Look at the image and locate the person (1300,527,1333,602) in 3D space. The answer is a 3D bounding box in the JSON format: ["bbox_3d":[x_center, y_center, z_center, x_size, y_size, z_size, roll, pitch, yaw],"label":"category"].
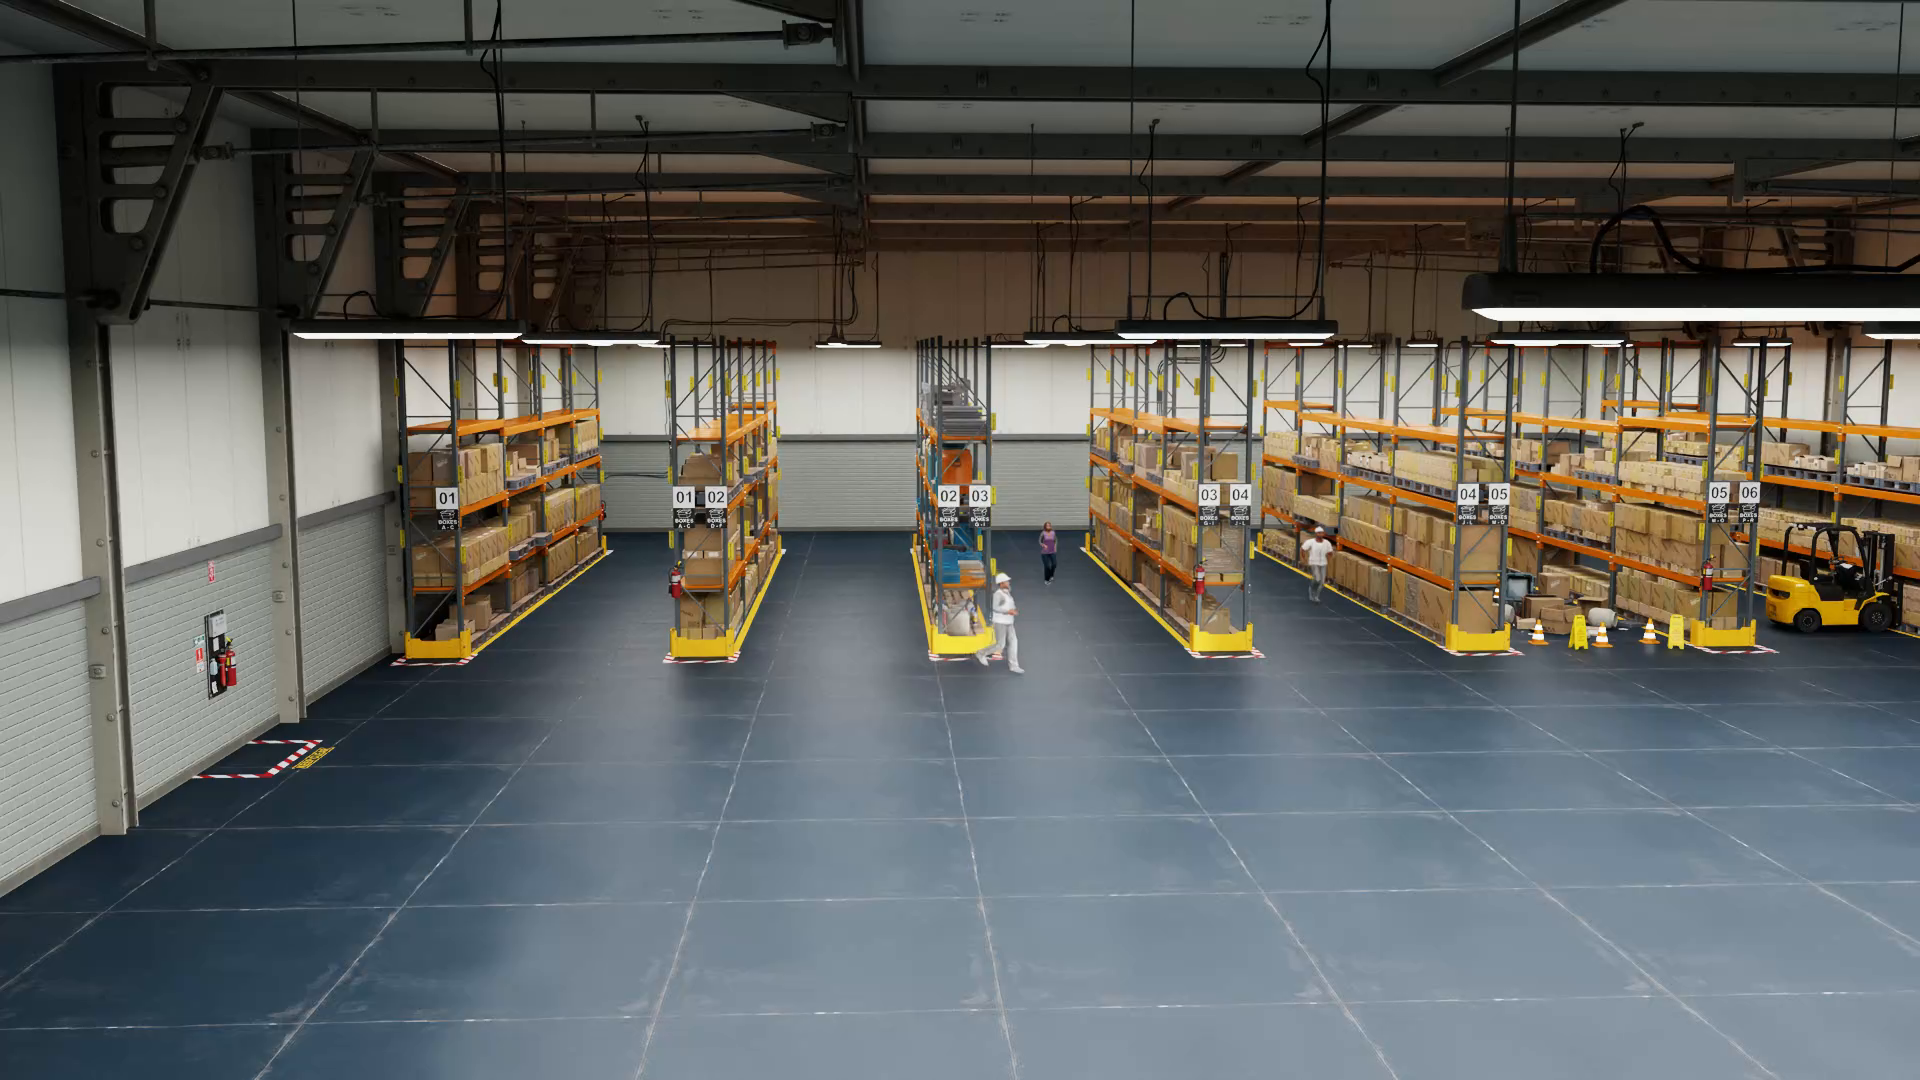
[{"bbox_3d":[8.140,0.565,37.744,0.683,1.726,0.634,-1,7,-9],"label":"person"}]

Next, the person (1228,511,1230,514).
[{"bbox_3d":[7.374,-0.455,47.383,0.643,1.640,0.670,4,7,29],"label":"person"}]

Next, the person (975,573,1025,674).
[{"bbox_3d":[0.747,1.484,29.703,0.927,1.785,0.668,3,7,23],"label":"person"}]

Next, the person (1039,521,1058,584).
[{"bbox_3d":[2.175,0.373,40.607,0.508,1.466,0.586,-1,7,-10],"label":"person"}]
